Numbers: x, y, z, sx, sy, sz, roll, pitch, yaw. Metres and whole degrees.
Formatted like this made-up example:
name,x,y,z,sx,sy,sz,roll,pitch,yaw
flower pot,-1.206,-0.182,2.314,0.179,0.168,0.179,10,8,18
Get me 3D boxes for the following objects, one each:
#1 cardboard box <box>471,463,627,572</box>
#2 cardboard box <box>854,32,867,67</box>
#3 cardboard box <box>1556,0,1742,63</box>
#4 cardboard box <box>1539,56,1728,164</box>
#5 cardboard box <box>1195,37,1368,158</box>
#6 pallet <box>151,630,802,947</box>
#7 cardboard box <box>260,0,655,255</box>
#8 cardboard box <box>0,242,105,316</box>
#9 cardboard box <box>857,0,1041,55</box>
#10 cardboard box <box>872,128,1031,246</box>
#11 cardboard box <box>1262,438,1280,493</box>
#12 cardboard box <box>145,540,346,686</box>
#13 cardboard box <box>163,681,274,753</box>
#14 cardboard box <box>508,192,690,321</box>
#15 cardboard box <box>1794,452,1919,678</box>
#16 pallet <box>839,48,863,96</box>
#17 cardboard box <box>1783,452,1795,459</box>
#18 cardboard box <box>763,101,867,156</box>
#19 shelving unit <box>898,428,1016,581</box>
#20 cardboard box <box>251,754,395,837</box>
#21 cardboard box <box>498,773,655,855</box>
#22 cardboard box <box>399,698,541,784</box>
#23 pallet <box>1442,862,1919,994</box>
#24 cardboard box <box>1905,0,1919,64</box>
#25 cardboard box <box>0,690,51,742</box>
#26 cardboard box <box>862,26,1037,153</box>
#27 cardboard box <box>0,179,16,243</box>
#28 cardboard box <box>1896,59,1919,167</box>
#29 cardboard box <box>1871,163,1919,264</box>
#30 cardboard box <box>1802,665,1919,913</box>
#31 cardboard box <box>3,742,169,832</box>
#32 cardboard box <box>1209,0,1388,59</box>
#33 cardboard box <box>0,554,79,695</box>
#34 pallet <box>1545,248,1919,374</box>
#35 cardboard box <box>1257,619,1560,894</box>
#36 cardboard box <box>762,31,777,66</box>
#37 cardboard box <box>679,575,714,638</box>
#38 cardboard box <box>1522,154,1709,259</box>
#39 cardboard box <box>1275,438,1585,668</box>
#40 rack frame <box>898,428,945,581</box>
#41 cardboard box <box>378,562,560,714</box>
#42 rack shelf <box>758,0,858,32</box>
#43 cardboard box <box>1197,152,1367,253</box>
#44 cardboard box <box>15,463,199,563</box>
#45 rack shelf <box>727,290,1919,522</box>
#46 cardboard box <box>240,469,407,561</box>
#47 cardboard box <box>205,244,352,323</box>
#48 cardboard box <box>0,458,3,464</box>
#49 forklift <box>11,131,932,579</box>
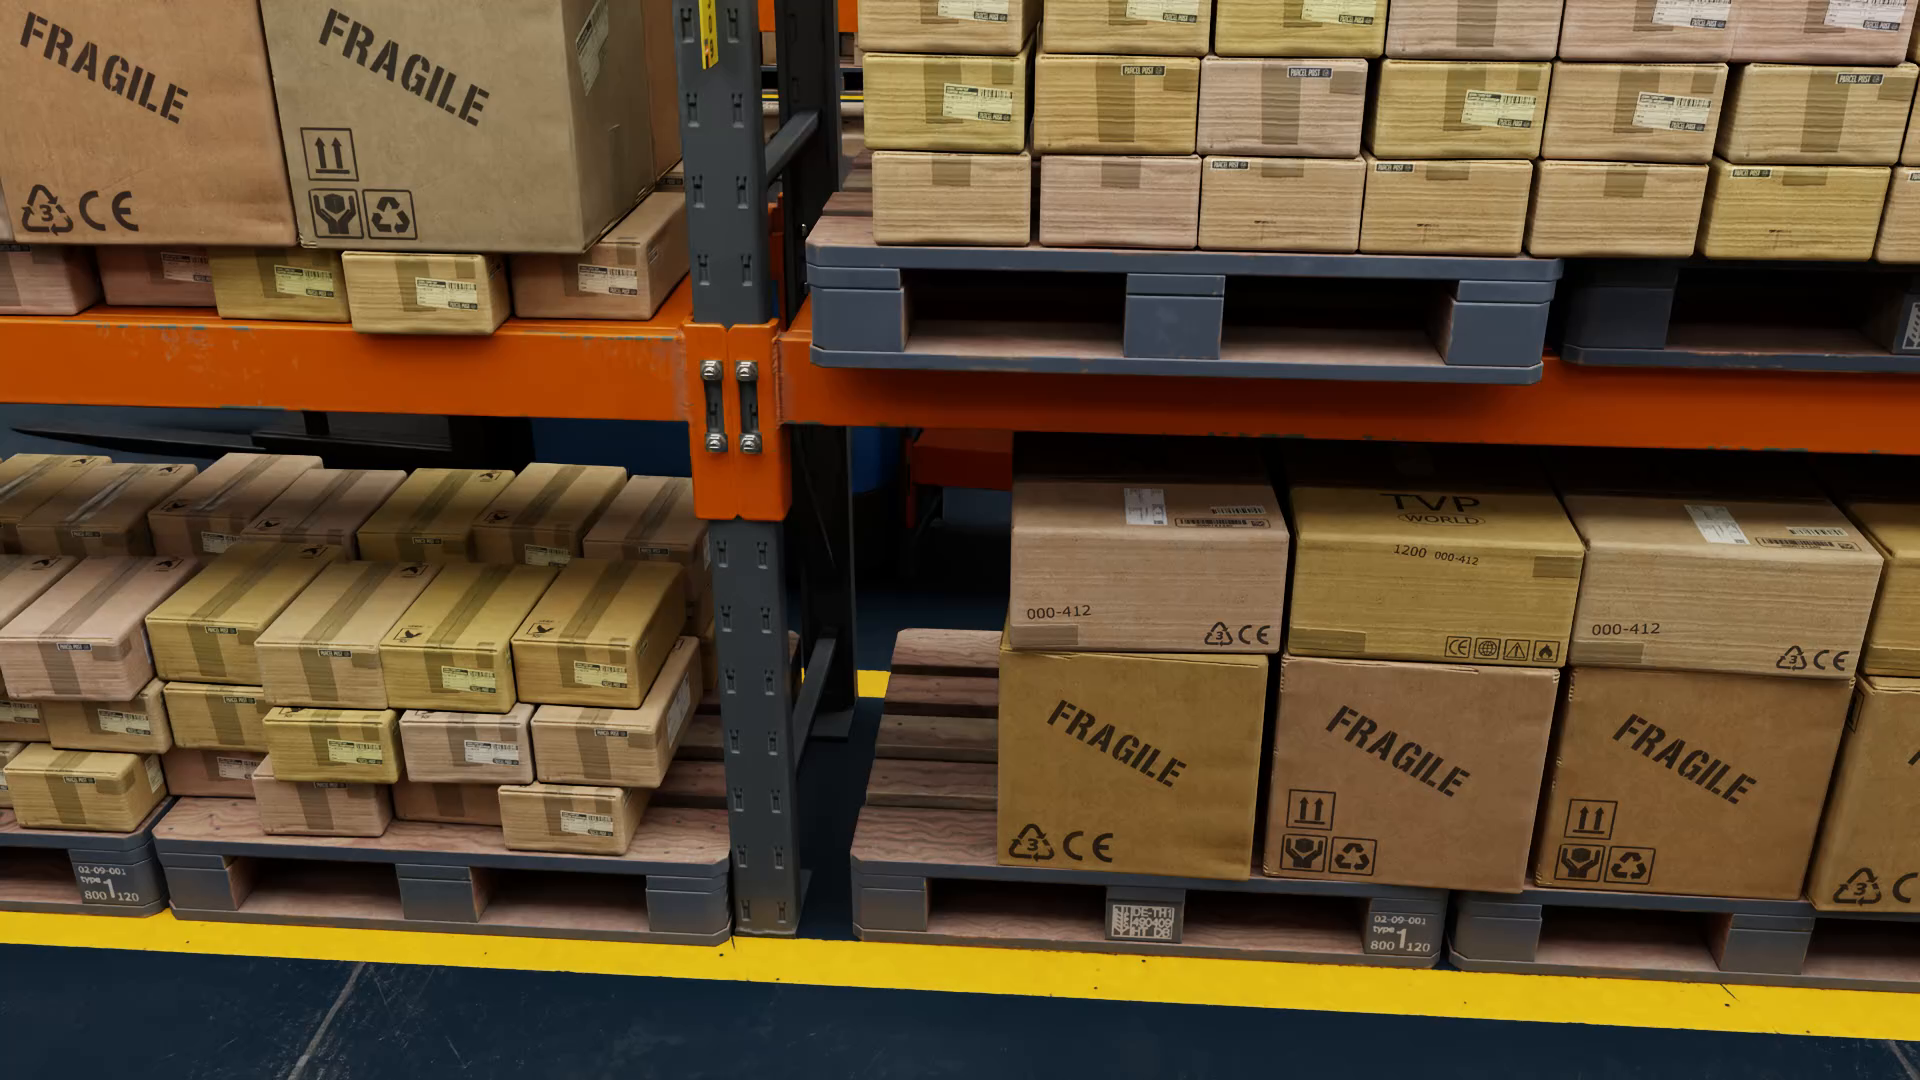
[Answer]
name,x,y,z,sx,sy,sz,roll,pitch,yaw
cardboard box,-0.964,-0.041,3.947,0.250,0.149,0.380,3,25,7
cardboard box,-0.646,-3.735,12.547,0.258,0.266,0.396,3,25,6
cardboard box,1.029,-0.854,2.605,0.250,0.149,0.380,2,25,4
cardboard box,1.036,-0.720,2.670,0.250,0.149,0.380,3,25,6
cardboard box,0.507,-0.736,2.704,0.250,0.149,0.380,2,25,5
pallet,-1.038,0.516,3.877,1.213,0.211,1.003,2,25,4
cardboard box,-0.870,-0.823,2.974,0.500,0.500,0.500,2,25,4
cardboard box,-1.724,-0.553,3.163,0.250,0.149,0.380,1,25,2
cardboard box,-0.008,-0.887,2.676,0.250,0.149,0.380,3,25,7
cardboard box,-0.008,-0.617,2.800,0.250,0.149,0.380,1,25,1
cardboard box,0.907,-0.200,3.687,0.500,0.250,0.500,3,25,6
cardboard box,-1.500,0.149,3.533,0.250,0.149,0.380,3,25,6
cardboard box,-1.486,0.294,3.576,0.250,0.149,0.380,2,25,4
cardboard box,-0.669,-0.542,3.140,0.250,0.149,0.380,2,25,3
cardboard box,1.910,0.041,3.164,0.500,0.250,0.500,2,25,5
pallet,-0.396,-3.635,12.898,1.213,0.211,1.003,2,25,4
cardboard box,1.955,-0.173,3.627,0.500,0.250,0.500,2,25,4
cardboard box,-0.706,-1.902,8.359,0.875,0.438,0.875,1,25,3
shelving unit,0.384,-0.448,4.878,1.048,1.125,0.538,5,25,11
cardboard box,-1.304,0.465,3.560,0.250,0.149,0.380,1,25,2
cardboard box,-0.783,0.489,3.506,0.250,0.149,0.380,2,25,5
cardboard box,-0.975,0.344,3.467,0.250,0.149,0.380,1,25,1
pallet,1.630,0.585,3.727,1.213,0.211,1.003,2,25,4
cardboard box,1.550,-0.839,2.571,0.250,0.149,0.380,3,25,6
cardboard box,-2.007,0.277,3.613,0.250,0.149,0.380,1,25,1
cardboard box,-0.008,-0.752,2.738,0.250,0.149,0.380,2,25,5
cardboard box,-1.883,-0.856,3.047,0.500,0.500,0.500,2,25,4
cardboard box,1.551,-0.703,2.631,0.250,0.149,0.380,1,25,3
cardboard box,1.545,-0.568,2.694,0.250,0.149,0.380,1,25,2
cardboard box,1.900,0.388,3.306,0.500,0.500,0.500,1,25,2
cardboard box,-1.815,0.456,3.578,0.250,0.149,0.380,2,25,4
cardboard box,0.525,-0.871,2.641,0.250,0.149,0.380,2,25,4
cardboard box,-2.047,0.176,3.476,0.250,0.149,0.380,1,25,2
pallet,1.645,-0.575,3.142,1.213,0.211,1.003,2,25,4
cardboard box,0.878,0.351,3.387,0.500,0.500,0.500,3,25,6
cardboard box,-1.213,-3.927,12.684,0.500,0.500,0.700,1,25,2
cardboard box,-0.703,0.080,4.040,0.250,0.149,0.380,3,25,6
cardboard box,1.021,-0.584,2.729,0.250,0.149,0.380,1,25,2
cardboard box,0.882,0.010,3.232,0.500,0.250,0.500,3,25,5
rack frame,-0.114,-0.491,4.971,0.032,1.125,0.500,5,25,11
cardboard box,-0.998,0.195,3.434,0.250,0.149,0.380,2,25,5
rack shelf,-2.082,-2.548,8.059,4.000,0.370,1.077,2,25,4
cardboard box,0.517,-0.601,2.765,0.250,0.149,0.380,2,25,4
cardboard box,-2.007,-0.044,3.954,0.250,0.149,0.380,1,25,2
rack shelf,1.628,-0.354,3.290,4.000,0.370,1.077,2,25,4
cardboard box,-1.481,-0.028,3.918,0.250,0.149,0.380,1,25,3
cardboard box,-1.196,-0.538,3.131,0.250,0.149,0.380,3,25,6
cardboard box,-2.513,-0.065,3.999,0.250,0.149,0.380,1,25,2
forklift,-1.607,-1.510,5.025,3.031,2.935,1.130,5,25,11
